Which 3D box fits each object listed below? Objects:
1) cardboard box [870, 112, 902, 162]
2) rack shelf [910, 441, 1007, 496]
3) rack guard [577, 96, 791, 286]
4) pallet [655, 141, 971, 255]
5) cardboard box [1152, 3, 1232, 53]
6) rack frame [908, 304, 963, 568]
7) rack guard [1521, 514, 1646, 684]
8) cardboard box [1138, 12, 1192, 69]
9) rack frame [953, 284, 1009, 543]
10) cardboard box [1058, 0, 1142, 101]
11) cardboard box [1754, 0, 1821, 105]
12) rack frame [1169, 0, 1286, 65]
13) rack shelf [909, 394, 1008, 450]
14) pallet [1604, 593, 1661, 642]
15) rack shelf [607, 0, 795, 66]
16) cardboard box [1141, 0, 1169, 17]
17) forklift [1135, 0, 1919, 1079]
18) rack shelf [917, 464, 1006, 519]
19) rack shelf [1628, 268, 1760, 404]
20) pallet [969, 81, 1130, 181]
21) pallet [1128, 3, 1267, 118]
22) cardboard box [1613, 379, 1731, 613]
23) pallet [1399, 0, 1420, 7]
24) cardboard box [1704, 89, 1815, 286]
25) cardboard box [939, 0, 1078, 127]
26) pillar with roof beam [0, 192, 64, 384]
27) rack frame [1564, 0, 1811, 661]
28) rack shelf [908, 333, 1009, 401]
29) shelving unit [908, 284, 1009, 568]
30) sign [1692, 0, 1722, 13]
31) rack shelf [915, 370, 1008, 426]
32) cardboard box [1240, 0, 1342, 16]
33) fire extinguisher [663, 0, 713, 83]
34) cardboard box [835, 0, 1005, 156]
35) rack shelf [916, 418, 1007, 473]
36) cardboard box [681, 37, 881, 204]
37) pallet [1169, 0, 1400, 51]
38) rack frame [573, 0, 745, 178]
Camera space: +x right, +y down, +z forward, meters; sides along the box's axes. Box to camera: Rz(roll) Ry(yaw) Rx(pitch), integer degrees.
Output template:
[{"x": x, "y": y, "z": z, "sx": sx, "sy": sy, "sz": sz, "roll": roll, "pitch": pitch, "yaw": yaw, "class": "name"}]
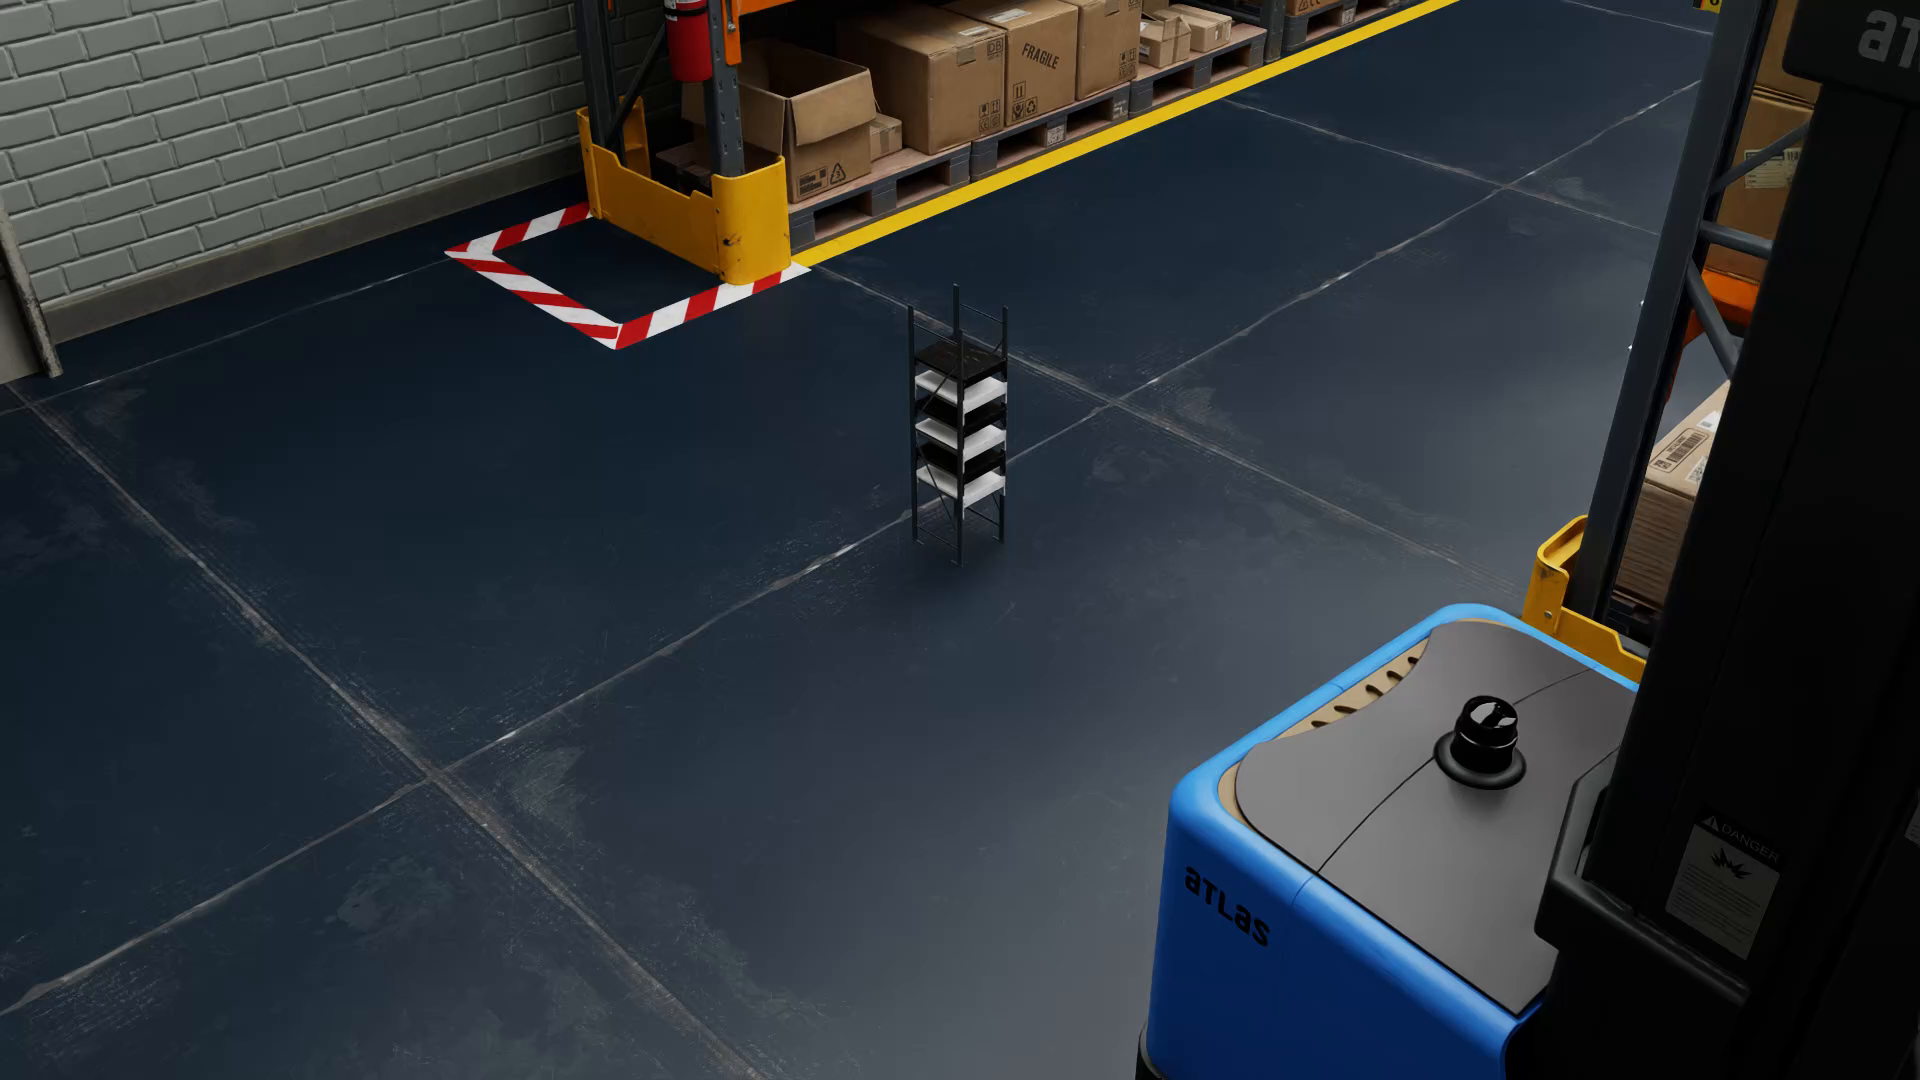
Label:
[{"x": -0.502, "y": -1.986, "z": 8.100, "sx": 0.380, "sy": 0.149, "sz": 0.250, "roll": 28, "pitch": 43, "yaw": 34, "class": "cardboard box"}, {"x": -0.006, "y": -0.265, "z": 5.558, "sx": 0.258, "sy": 0.077, "sz": 0.200, "roll": 30, "pitch": 45, "yaw": 35, "class": "rack shelf"}, {"x": -1.274, "y": -1.622, "z": 7.638, "sx": 1.175, "sy": 0.500, "sz": 0.348, "roll": 30, "pitch": 45, "yaw": 35, "class": "rack guard"}, {"x": -0.713, "y": -1.827, "z": 8.185, "sx": 1.003, "sy": 0.211, "sz": 1.213, "roll": 30, "pitch": 45, "yaw": 35, "class": "pallet"}, {"x": 1.307, "y": -2.898, "z": 9.409, "sx": 0.380, "sy": 0.149, "sz": 0.250, "roll": 28, "pitch": 44, "yaw": 34, "class": "cardboard box"}, {"x": -0.077, "y": -0.325, "z": 5.429, "sx": 0.240, "sy": 0.900, "sz": 0.006, "roll": 30, "pitch": 45, "yaw": 35, "class": "rack frame"}, {"x": 2.181, "y": 0.418, "z": 4.714, "sx": 1.175, "sy": 0.500, "sz": 0.348, "roll": 30, "pitch": 45, "yaw": 35, "class": "rack guard"}, {"x": 1.055, "y": -2.801, "z": 9.167, "sx": 0.258, "sy": 0.266, "sz": 0.396, "roll": -28, "pitch": 44, "yaw": -34, "class": "cardboard box"}, {"x": 0.066, "y": -0.407, "z": 5.547, "sx": 0.240, "sy": 0.900, "sz": 0.006, "roll": 30, "pitch": 45, "yaw": 35, "class": "rack frame"}, {"x": 0.532, "y": -2.726, "z": 8.854, "sx": 0.700, "sy": 0.500, "sz": 0.500, "roll": 28, "pitch": 43, "yaw": 34, "class": "cardboard box"}, {"x": 2.369, "y": -1.360, "z": 4.116, "sx": 0.500, "sy": 0.500, "sz": 0.500, "roll": -28, "pitch": 44, "yaw": -34, "class": "cardboard box"}, {"x": 1.491, "y": -4.240, "z": 9.207, "sx": 1.000, "sy": 3.000, "sz": 0.127, "roll": 30, "pitch": 45, "yaw": 35, "class": "rack frame"}, {"x": -0.006, "y": -0.412, "z": 5.455, "sx": 0.258, "sy": 0.077, "sz": 0.200, "roll": 30, "pitch": 45, "yaw": 35, "class": "rack shelf"}, {"x": 2.706, "y": 0.171, "z": 5.321, "sx": 1.003, "sy": 0.211, "sz": 1.213, "roll": 30, "pitch": 45, "yaw": 35, "class": "pallet"}, {"x": 0.082, "y": -3.133, "z": 8.249, "sx": 1.077, "sy": 0.370, "sz": 4.000, "roll": 30, "pitch": 45, "yaw": 35, "class": "rack shelf"}, {"x": 0.858, "y": -3.136, "z": 9.608, "sx": 0.500, "sy": 0.311, "sz": 0.500, "roll": -28, "pitch": 44, "yaw": -34, "class": "cardboard box"}, {"x": 1.728, "y": 0.613, "z": 2.308, "sx": 1.130, "sy": 2.935, "sz": 3.031, "roll": -26, "pitch": 43, "yaw": -32, "class": "forklift"}, {"x": -0.006, "y": -0.191, "z": 5.610, "sx": 0.258, "sy": 0.077, "sz": 0.200, "roll": 30, "pitch": 45, "yaw": 35, "class": "rack shelf"}, {"x": 3.607, "y": -1.134, "z": 5.382, "sx": 1.077, "sy": 0.370, "sz": 4.000, "roll": 30, "pitch": 45, "yaw": 35, "class": "rack shelf"}, {"x": 0.147, "y": -2.320, "z": 8.892, "sx": 1.003, "sy": 0.211, "sz": 1.213, "roll": 30, "pitch": 45, "yaw": 35, "class": "pallet"}, {"x": 1.007, "y": -2.818, "z": 9.606, "sx": 1.003, "sy": 0.211, "sz": 1.213, "roll": 30, "pitch": 45, "yaw": 35, "class": "pallet"}, {"x": 2.592, "y": -0.047, "z": 5.067, "sx": 0.875, "sy": 0.438, "sz": 0.875, "roll": 28, "pitch": 44, "yaw": 34, "class": "cardboard box"}, {"x": 2.897, "y": -3.939, "z": 11.214, "sx": 1.003, "sy": 0.211, "sz": 1.213, "roll": 30, "pitch": 45, "yaw": 35, "class": "pallet"}, {"x": 2.350, "y": -0.961, "z": 4.418, "sx": 0.500, "sy": 0.500, "sz": 0.500, "roll": -30, "pitch": 45, "yaw": -35, "class": "cardboard box"}, {"x": 0.244, "y": -2.479, "z": 8.500, "sx": 0.500, "sy": 0.500, "sz": 0.500, "roll": -29, "pitch": 44, "yaw": -35, "class": "cardboard box"}, {"x": -0.811, "y": -2.610, "z": 1.626, "sx": 9.100, "sy": 9.000, "sz": 0.400, "roll": 30, "pitch": 45, "yaw": 35, "class": "pillar with roof beam"}, {"x": 2.198, "y": -0.617, "z": 4.013, "sx": 1.000, "sy": 3.000, "sz": 0.127, "roll": 30, "pitch": 45, "yaw": 35, "class": "rack frame"}, {"x": -0.006, "y": -0.560, "z": 5.352, "sx": 0.258, "sy": 0.077, "sz": 0.200, "roll": 30, "pitch": 45, "yaw": 35, "class": "rack shelf"}, {"x": -0.006, "y": -0.366, "z": 5.488, "sx": 0.258, "sy": 0.900, "sz": 0.210, "roll": 30, "pitch": 45, "yaw": 35, "class": "shelving unit"}, {"x": 1.823, "y": -1.413, "z": 3.935, "sx": 0.100, "sy": 0.325, "sz": 0.005, "roll": 30, "pitch": 45, "yaw": 35, "class": "sign"}, {"x": -0.006, "y": -0.486, "z": 5.404, "sx": 0.258, "sy": 0.077, "sz": 0.200, "roll": 30, "pitch": 45, "yaw": 35, "class": "rack shelf"}, {"x": 1.992, "y": -3.492, "z": 9.954, "sx": 0.500, "sy": 0.500, "sz": 0.500, "roll": -28, "pitch": 43, "yaw": -34, "class": "cardboard box"}, {"x": -1.103, "y": -2.185, "z": 6.655, "sx": 0.296, "sy": 0.674, "sz": 0.183, "roll": 30, "pitch": 45, "yaw": 35, "class": "fire extinguisher"}, {"x": -0.199, "y": -2.304, "z": 8.250, "sx": 0.500, "sy": 0.500, "sz": 0.700, "roll": -28, "pitch": 44, "yaw": -34, "class": "cardboard box"}, {"x": -0.006, "y": -0.338, "z": 5.507, "sx": 0.258, "sy": 0.077, "sz": 0.200, "roll": 30, "pitch": 45, "yaw": 35, "class": "rack shelf"}, {"x": -0.829, "y": -1.974, "z": 7.774, "sx": 0.797, "sy": 0.503, "sz": 0.637, "roll": 28, "pitch": 43, "yaw": 34, "class": "cardboard box"}, {"x": 2.037, "y": -3.441, "z": 10.500, "sx": 1.003, "sy": 0.211, "sz": 1.213, "roll": 30, "pitch": 45, "yaw": 35, "class": "pallet"}, {"x": -1.327, "y": -2.616, "z": 6.879, "sx": 1.000, "sy": 3.000, "sz": 0.127, "roll": 30, "pitch": 45, "yaw": 35, "class": "rack frame"}]
